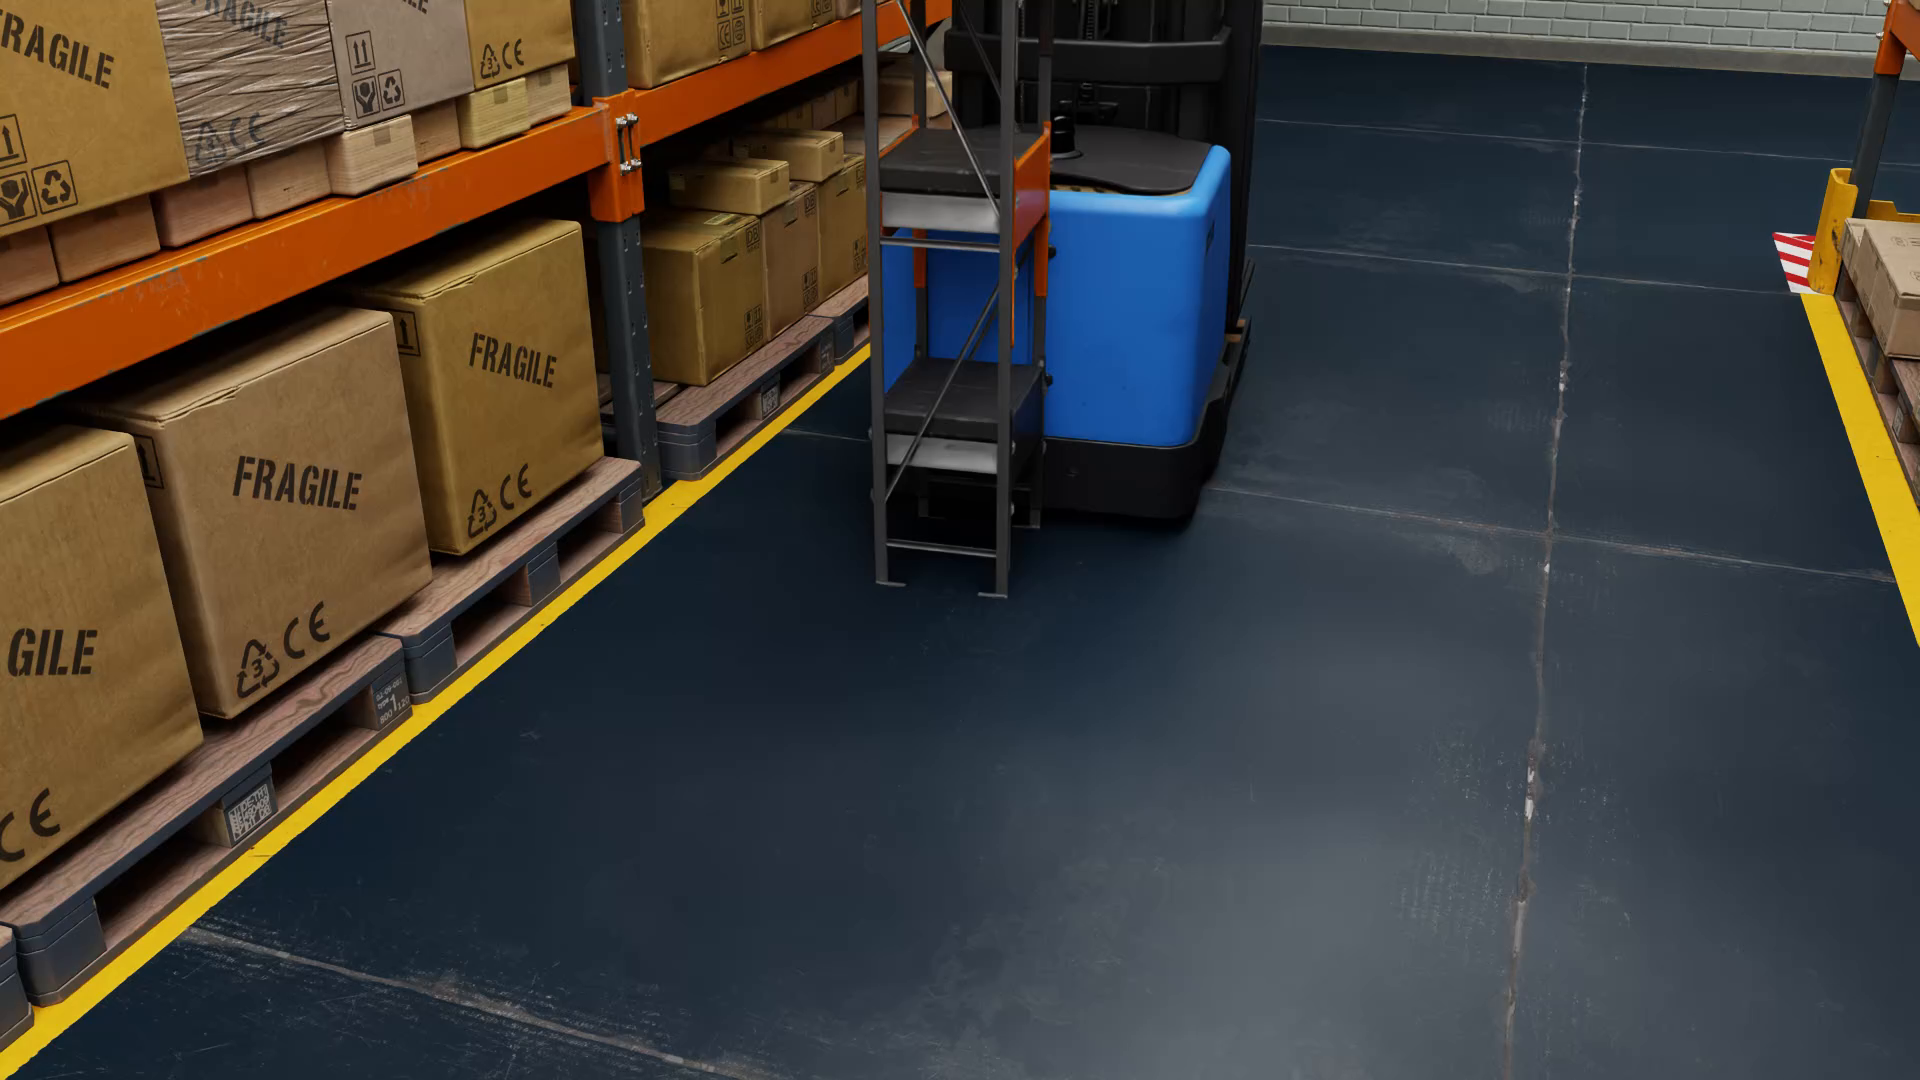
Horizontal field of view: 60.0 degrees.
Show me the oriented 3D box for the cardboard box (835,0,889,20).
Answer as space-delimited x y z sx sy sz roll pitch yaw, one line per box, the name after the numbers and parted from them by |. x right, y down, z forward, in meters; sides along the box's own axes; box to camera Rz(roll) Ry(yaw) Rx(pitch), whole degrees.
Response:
-0.813 -2.516 6.661 0.980 0.700 0.700 7 27 15 | cardboard box

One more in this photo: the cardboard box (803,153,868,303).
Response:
-0.801 -1.334 6.950 0.700 0.500 0.500 9 27 19 | cardboard box

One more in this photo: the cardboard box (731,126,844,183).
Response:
-0.684 -1.538 6.627 0.380 0.149 0.250 8 27 16 | cardboard box

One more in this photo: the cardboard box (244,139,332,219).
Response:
-1.702 -0.862 3.854 0.380 0.149 0.250 9 27 17 | cardboard box

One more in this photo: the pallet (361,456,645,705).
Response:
-1.675 0.022 4.963 1.003 0.211 1.213 9 27 17 | pallet

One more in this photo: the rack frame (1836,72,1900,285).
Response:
4.514 -2.488 6.947 1.000 3.000 0.127 9 27 17 | rack frame

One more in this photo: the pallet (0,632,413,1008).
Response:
-2.080 0.525 3.924 1.003 0.211 1.213 9 27 17 | pallet

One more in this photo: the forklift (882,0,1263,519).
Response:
0.569 -2.006 6.029 1.130 2.935 3.031 6 27 12 | forklift

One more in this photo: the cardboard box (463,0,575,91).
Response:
-1.405 -1.523 4.474 0.500 0.500 0.500 8 27 17 | cardboard box

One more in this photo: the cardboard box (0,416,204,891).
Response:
-2.155 0.219 3.341 0.750 0.750 0.750 9 27 17 | cardboard box

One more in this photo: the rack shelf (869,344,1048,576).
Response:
0.004 -0.251 4.997 0.431 0.518 0.480 6 27 12 | rack shelf

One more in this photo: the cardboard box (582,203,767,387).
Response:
-1.144 -0.918 6.090 0.700 0.500 0.500 9 27 18 | cardboard box

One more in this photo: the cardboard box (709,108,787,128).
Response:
-0.949 -1.714 6.990 0.380 0.149 0.250 8 27 17 | cardboard box

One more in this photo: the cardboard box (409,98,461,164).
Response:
-1.525 -1.070 4.284 0.380 0.149 0.250 10 27 19 | cardboard box

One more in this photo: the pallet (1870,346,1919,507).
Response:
3.817 -0.374 5.781 1.003 0.211 1.213 9 27 17 | pallet

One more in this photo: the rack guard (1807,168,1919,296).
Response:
4.489 -1.332 7.427 1.175 0.500 0.348 9 27 17 | rack guard

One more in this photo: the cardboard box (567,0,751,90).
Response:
-1.294 -1.917 5.423 0.980 0.700 0.700 9 27 18 | cardboard box

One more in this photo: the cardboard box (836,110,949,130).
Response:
-0.463 -1.761 7.832 0.700 0.500 0.500 9 27 17 | cardboard box

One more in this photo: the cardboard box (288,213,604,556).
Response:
-1.583 -0.497 4.819 0.750 0.750 0.750 9 27 18 | cardboard box

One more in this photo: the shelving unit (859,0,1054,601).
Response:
0.004 -0.893 4.686 0.431 2.100 0.503 6 27 12 | shelving unit

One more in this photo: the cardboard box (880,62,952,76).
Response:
-0.168 -2.180 7.952 0.380 0.149 0.250 8 27 17 | cardboard box

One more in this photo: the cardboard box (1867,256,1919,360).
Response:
3.733 -0.855 6.225 0.500 0.250 0.500 9 27 17 | cardboard box

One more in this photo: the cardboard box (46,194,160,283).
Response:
-1.898 -0.654 3.424 0.380 0.149 0.250 10 27 19 | cardboard box

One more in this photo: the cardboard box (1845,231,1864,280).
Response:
3.968 -1.186 7.004 0.380 0.166 0.250 9 27 17 | cardboard box

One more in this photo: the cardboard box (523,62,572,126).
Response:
-1.335 -1.277 4.711 0.380 0.149 0.250 9 27 18 | cardboard box

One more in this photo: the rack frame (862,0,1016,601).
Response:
-0.055 -0.790 4.472 0.400 2.100 0.015 6 27 12 | rack frame

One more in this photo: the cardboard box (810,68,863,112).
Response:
-0.612 -2.131 7.851 0.380 0.149 0.250 9 27 18 | cardboard box

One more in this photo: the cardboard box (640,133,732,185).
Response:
-1.119 -1.504 6.556 0.380 0.149 0.250 8 27 16 | cardboard box

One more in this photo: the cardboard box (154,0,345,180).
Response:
-1.741 -1.107 3.614 0.500 0.500 0.500 9 27 18 | cardboard box

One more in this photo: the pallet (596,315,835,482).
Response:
-1.163 -0.607 6.262 1.003 0.211 1.213 9 27 17 | pallet

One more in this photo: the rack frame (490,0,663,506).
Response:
-1.490 -1.561 5.032 1.000 3.000 0.127 9 27 17 | rack frame

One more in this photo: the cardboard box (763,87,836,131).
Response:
-0.780 -1.923 7.423 0.380 0.149 0.250 9 27 18 | cardboard box

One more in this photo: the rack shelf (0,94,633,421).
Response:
-2.155 -0.416 3.492 1.077 0.370 4.000 9 27 17 | rack shelf
